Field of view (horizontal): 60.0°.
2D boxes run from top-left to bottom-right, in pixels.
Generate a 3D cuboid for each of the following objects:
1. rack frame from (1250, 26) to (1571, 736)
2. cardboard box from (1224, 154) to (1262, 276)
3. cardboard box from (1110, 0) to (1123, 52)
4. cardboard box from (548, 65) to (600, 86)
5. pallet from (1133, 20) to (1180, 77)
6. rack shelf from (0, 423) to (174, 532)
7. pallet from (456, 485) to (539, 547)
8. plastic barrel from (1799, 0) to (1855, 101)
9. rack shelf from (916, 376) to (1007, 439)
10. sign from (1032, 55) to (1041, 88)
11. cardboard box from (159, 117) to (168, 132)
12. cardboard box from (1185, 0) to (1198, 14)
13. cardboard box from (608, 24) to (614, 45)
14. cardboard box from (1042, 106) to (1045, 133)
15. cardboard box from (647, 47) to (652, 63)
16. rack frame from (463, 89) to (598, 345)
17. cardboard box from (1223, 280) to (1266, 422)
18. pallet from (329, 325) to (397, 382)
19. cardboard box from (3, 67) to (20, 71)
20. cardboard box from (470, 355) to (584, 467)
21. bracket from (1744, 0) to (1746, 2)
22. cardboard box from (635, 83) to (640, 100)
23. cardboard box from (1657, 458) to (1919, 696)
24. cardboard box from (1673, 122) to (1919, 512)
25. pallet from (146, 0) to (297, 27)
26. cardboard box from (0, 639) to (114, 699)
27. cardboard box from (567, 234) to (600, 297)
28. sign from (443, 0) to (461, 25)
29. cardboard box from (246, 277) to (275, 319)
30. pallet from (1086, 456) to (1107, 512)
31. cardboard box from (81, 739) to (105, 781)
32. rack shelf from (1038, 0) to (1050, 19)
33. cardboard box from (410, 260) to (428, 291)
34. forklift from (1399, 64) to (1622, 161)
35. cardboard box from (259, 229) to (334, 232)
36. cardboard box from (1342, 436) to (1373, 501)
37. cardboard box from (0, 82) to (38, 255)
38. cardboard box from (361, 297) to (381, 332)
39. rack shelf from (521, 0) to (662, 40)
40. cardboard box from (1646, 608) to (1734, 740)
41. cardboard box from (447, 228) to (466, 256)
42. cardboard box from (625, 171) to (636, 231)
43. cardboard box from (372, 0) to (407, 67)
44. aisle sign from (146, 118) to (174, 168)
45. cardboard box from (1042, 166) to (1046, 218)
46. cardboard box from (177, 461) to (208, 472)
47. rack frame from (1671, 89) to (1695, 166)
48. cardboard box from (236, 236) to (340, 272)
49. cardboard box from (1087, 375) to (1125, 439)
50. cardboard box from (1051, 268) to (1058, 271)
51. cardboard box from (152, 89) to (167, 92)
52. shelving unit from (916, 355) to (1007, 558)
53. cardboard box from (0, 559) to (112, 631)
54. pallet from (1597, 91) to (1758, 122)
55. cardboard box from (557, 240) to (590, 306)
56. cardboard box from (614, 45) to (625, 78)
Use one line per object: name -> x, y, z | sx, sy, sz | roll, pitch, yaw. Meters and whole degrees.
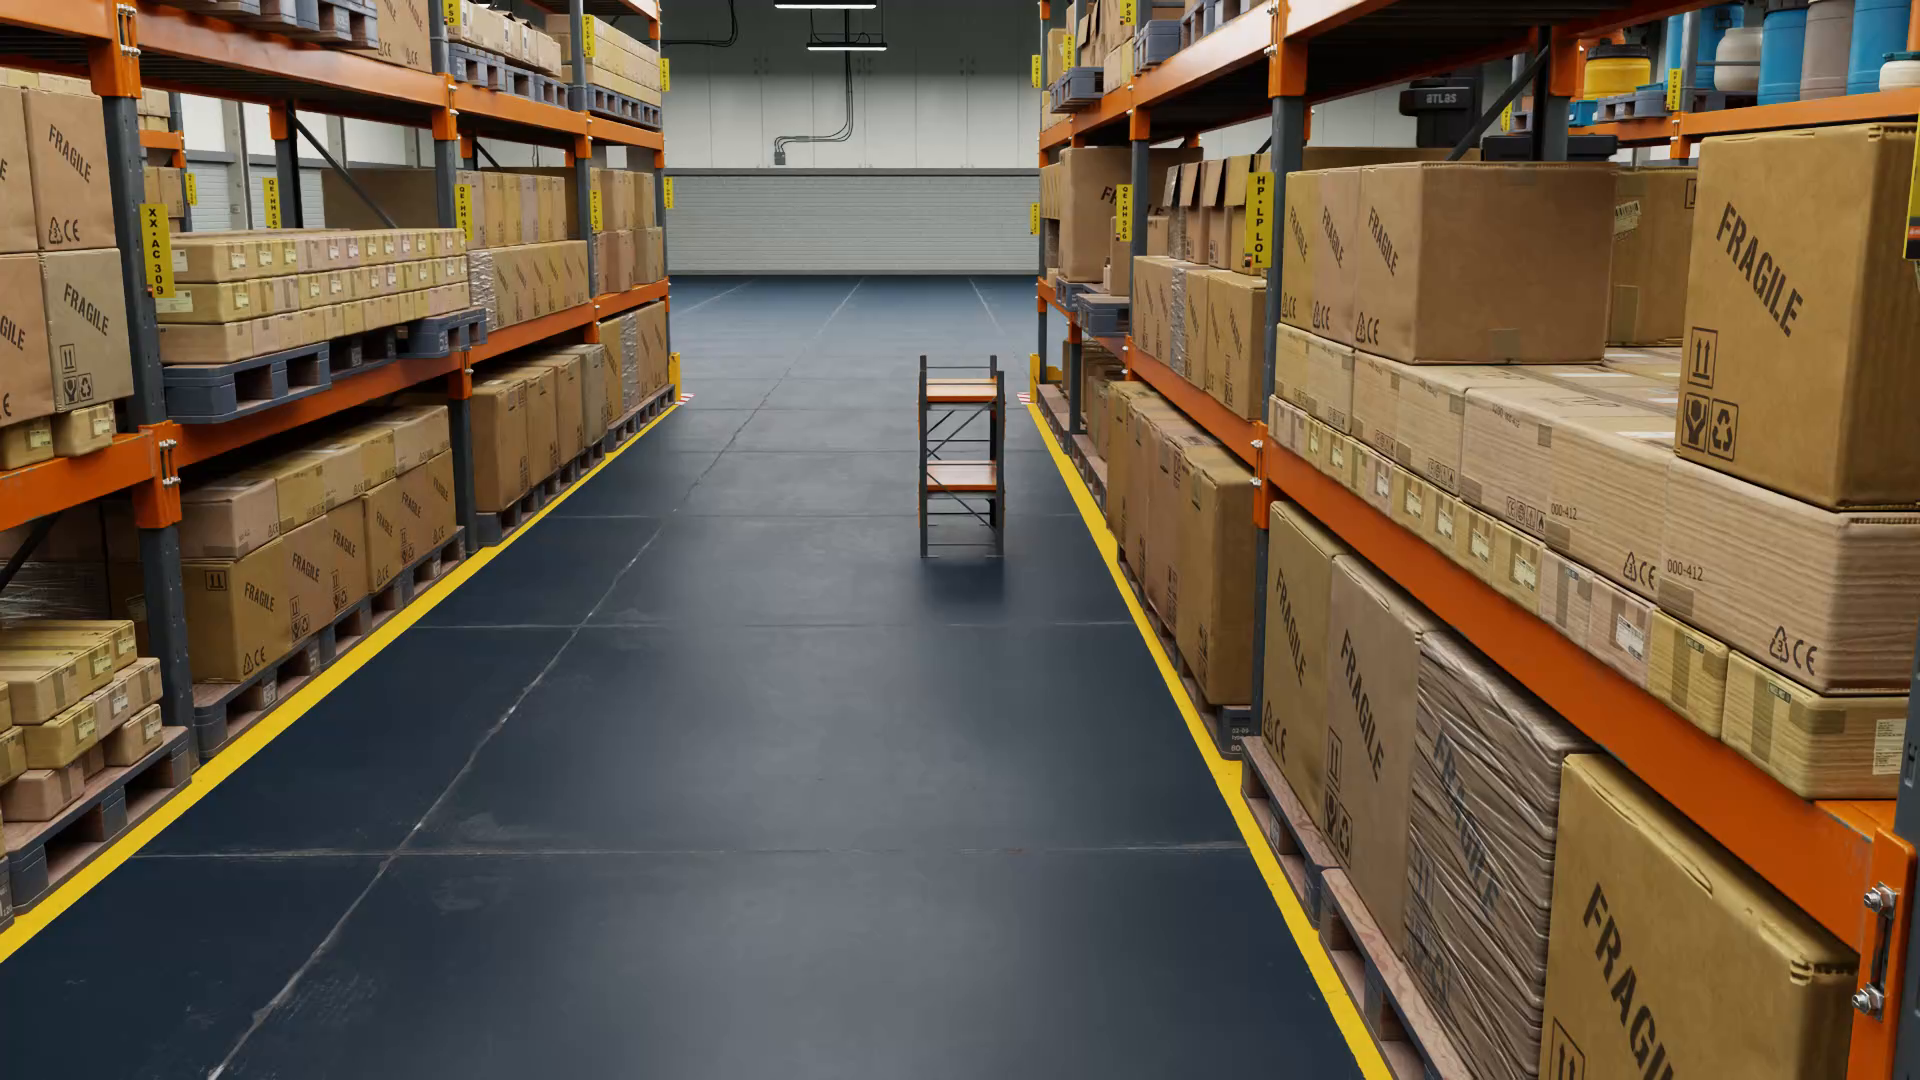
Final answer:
rack frame -> 1.589, -0.590, 5.925 | 1.000, 3.000, 0.127 | 0, 11, -1
cardboard box -> 1.565, -1.394, 7.114 | 0.797, 0.503, 0.637 | 0, 11, -1
cardboard box -> 1.225, -3.345, 10.451 | 0.500, 0.500, 0.500 | 0, 11, -1
cardboard box -> -3.205, -3.856, 13.801 | 0.380, 0.149, 0.250 | 0, 11, -2
pallet -> 1.573, -2.635, 8.935 | 1.213, 0.211, 1.003 | 0, 11, 1
rack shelf -> -3.331, 0.160, 4.035 | 1.077, 0.370, 4.000 | 0, 11, -1
pallet -> -3.396, -0.176, 10.894 | 1.003, 0.211, 1.213 | 0, 11, -1
plastic barrel -> 6.616, -3.687, 12.381 | 0.600, 0.901, 0.600 | 0, 11, 0
rack shelf -> 0.000, -0.837, 10.382 | 0.538, 0.278, 1.000 | 0, 11, -1
sign -> 0.798, -4.872, 17.286 | 0.100, 0.325, 0.005 | 0, 11, -1
cardboard box -> -8.280, -4.212, 16.865 | 0.380, 0.149, 0.250 | 0, 11, -1
cardboard box -> 1.591, -2.991, 8.898 | 0.797, 0.503, 0.637 | 0, 11, 2
cardboard box -> -3.222, -4.398, 14.468 | 0.380, 0.149, 0.250 | 0, 11, -2
cardboard box -> 1.092, -4.275, 16.922 | 0.500, 0.250, 0.500 | 0, 11, 1
cardboard box -> -3.265, -4.802, 16.458 | 0.380, 0.149, 0.250 | 0, 11, 0
rack frame -> -3.537, -2.180, 13.762 | 1.000, 3.000, 0.127 | 0, 11, -1
cardboard box -> 1.306, -0.731, 6.368 | 0.500, 0.500, 0.500 | 0, 11, -1
pallet -> -3.373, -0.898, 7.923 | 1.003, 0.211, 1.213 | 0, 11, -1
cardboard box -> -8.195, -4.046, 14.039 | 0.380, 0.149, 0.250 | -1, 11, -3
cardboard box -> -3.419, -0.969, 12.392 | 1.050, 0.750, 0.750 | 0, 11, -1
bracket -> 16.342, -11.265, 34.397 | 0.235, 0.232, 0.430 | 0, 11, -1
cardboard box -> -3.249, -4.260, 15.793 | 0.380, 0.149, 0.250 | 0, 11, -1
cardboard box -> 1.396, 0.037, 2.460 | 0.500, 0.250, 0.500 | 0, 11, -2
cardboard box -> 1.399, -0.331, 2.388 | 0.500, 0.500, 0.500 | 0, 11, 0
pallet -> -3.278, -2.091, 6.251 | 1.213, 0.211, 1.003 | 0, 11, -1
cardboard box -> -3.060, 0.430, 5.513 | 0.380, 0.149, 0.250 | 0, 11, 0
cardboard box -> -3.557, -2.327, 14.108 | 0.875, 0.550, 0.550 | 0, 11, -1
sign -> -2.912, -3.110, 9.502 | 0.100, 0.325, 0.005 | 0, 11, -1
cardboard box -> -2.928, -0.950, 6.526 | 0.380, 0.149, 0.250 | 0, 11, -2
pallet -> 1.469, -0.416, 12.080 | 1.003, 0.211, 1.213 | 0, 11, -1
cardboard box -> -3.102, 0.730, 5.532 | 0.380, 0.149, 0.250 | 0, 11, 0
rack shelf -> 1.382, -5.164, 15.198 | 1.077, 0.370, 4.000 | 0, 11, -1
cardboard box -> -2.969, -1.362, 8.557 | 0.380, 0.149, 0.250 | 0, 11, -1
forklift -> 3.637, -1.529, 10.726 | 3.031, 2.935, 1.130 | 4, 12, 17
cardboard box -> -3.631, -1.613, 9.047 | 0.380, 0.149, 0.250 | -1, 11, -3
cardboard box -> 1.287, -0.199, 4.630 | 0.380, 0.149, 0.250 | 0, 11, -2
cardboard box -> -3.076, -1.080, 4.823 | 0.500, 0.500, 0.500 | -1, 11, -3
cardboard box -> -2.955, -1.063, 7.828 | 0.380, 0.149, 0.250 | -1, 11, -4
rack shelf -> -3.579, -4.969, 15.237 | 1.077, 0.370, 4.000 | 0, 11, -1
cardboard box -> 1.328, 0.207, 2.627 | 0.380, 0.149, 0.250 | 0, 11, -1
cardboard box -> -2.986, -1.664, 9.296 | 0.380, 0.149, 0.250 | -1, 11, -3
cardboard box -> -3.531, -3.179, 15.590 | 0.875, 0.550, 0.500 | 0, 11, -1
cardboard box -> -3.166, -2.692, 8.491 | 0.500, 0.500, 0.500 | 0, 11, -1
aisle sign -> -8.278, -4.223, 17.290 | 0.394, 0.787, 0.004 | 0, 11, -1
cardboard box -> 1.083, -3.451, 16.509 | 0.500, 0.500, 0.500 | 0, 11, -1
cardboard box -> -3.638, -0.188, 7.284 | 0.500, 0.250, 0.500 | 0, 11, 2
rack frame -> 6.375, -2.201, 13.864 | 1.000, 3.000, 0.127 | 0, 11, -1
cardboard box -> -2.944, -1.251, 7.263 | 0.380, 0.149, 0.250 | 0, 11, -2
cardboard box -> 1.415, -1.049, 13.366 | 0.700, 0.500, 0.500 | -1, 12, -6
cardboard box -> 1.110, -2.646, 16.689 | 0.380, 0.149, 0.250 | 0, 11, -1
cardboard box -> -8.265, -4.607, 16.804 | 0.380, 0.149, 0.250 | 0, 11, -1
shelving unit -> 0.000, -0.550, 10.441 | 0.538, 1.125, 1.048 | 0, 11, -1
cardboard box -> -3.639, 0.283, 6.850 | 0.500, 0.500, 0.500 | 0, 11, -2
pallet -> 6.263, -3.722, 14.289 | 1.213, 0.211, 1.003 | 0, 11, -1
cardboard box -> -3.259, -2.127, 13.246 | 0.500, 0.500, 0.500 | 0, 11, -1
cardboard box -> -3.291, -4.276, 14.871 | 0.500, 0.250, 0.500 | 0, 11, -2
